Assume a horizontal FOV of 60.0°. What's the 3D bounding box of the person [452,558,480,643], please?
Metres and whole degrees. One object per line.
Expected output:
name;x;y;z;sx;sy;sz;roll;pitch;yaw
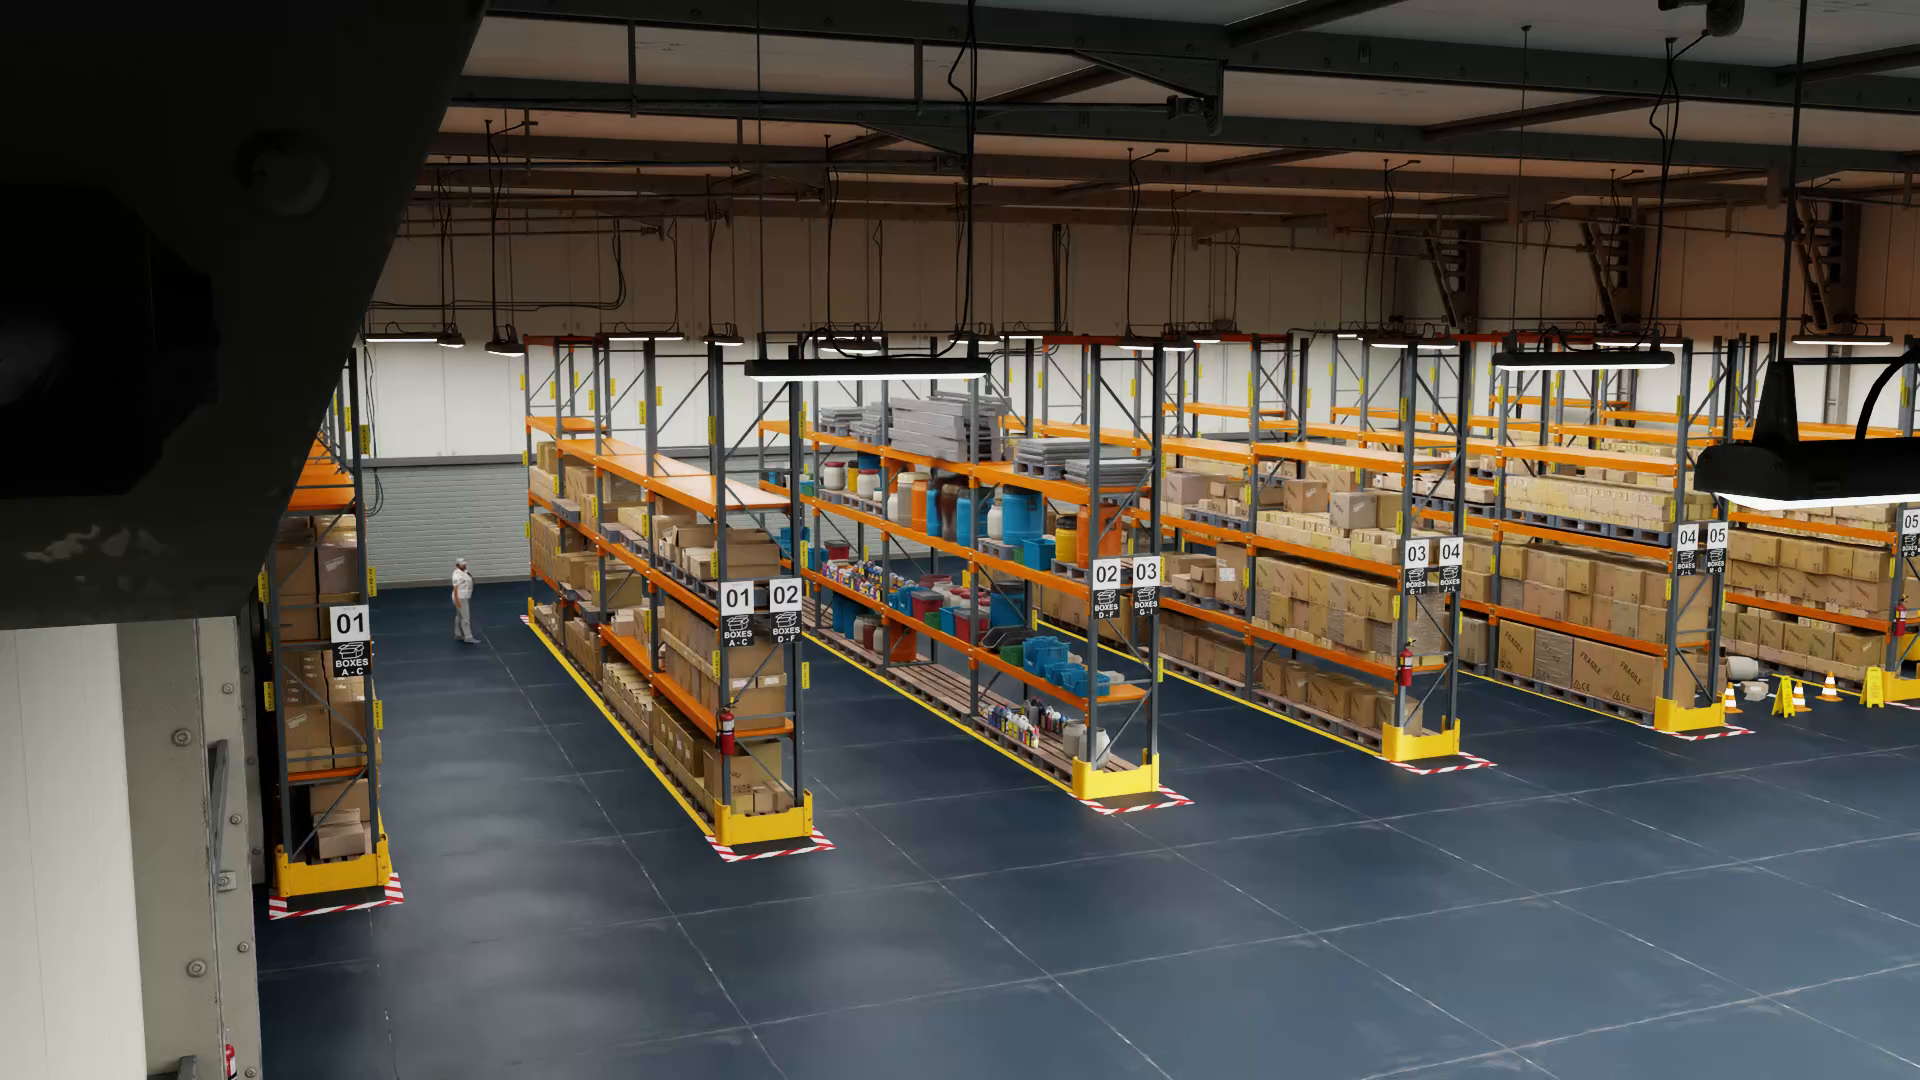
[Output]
person;-9.715;1.174;32.718;0.537;1.665;0.527;-1;8;-6
